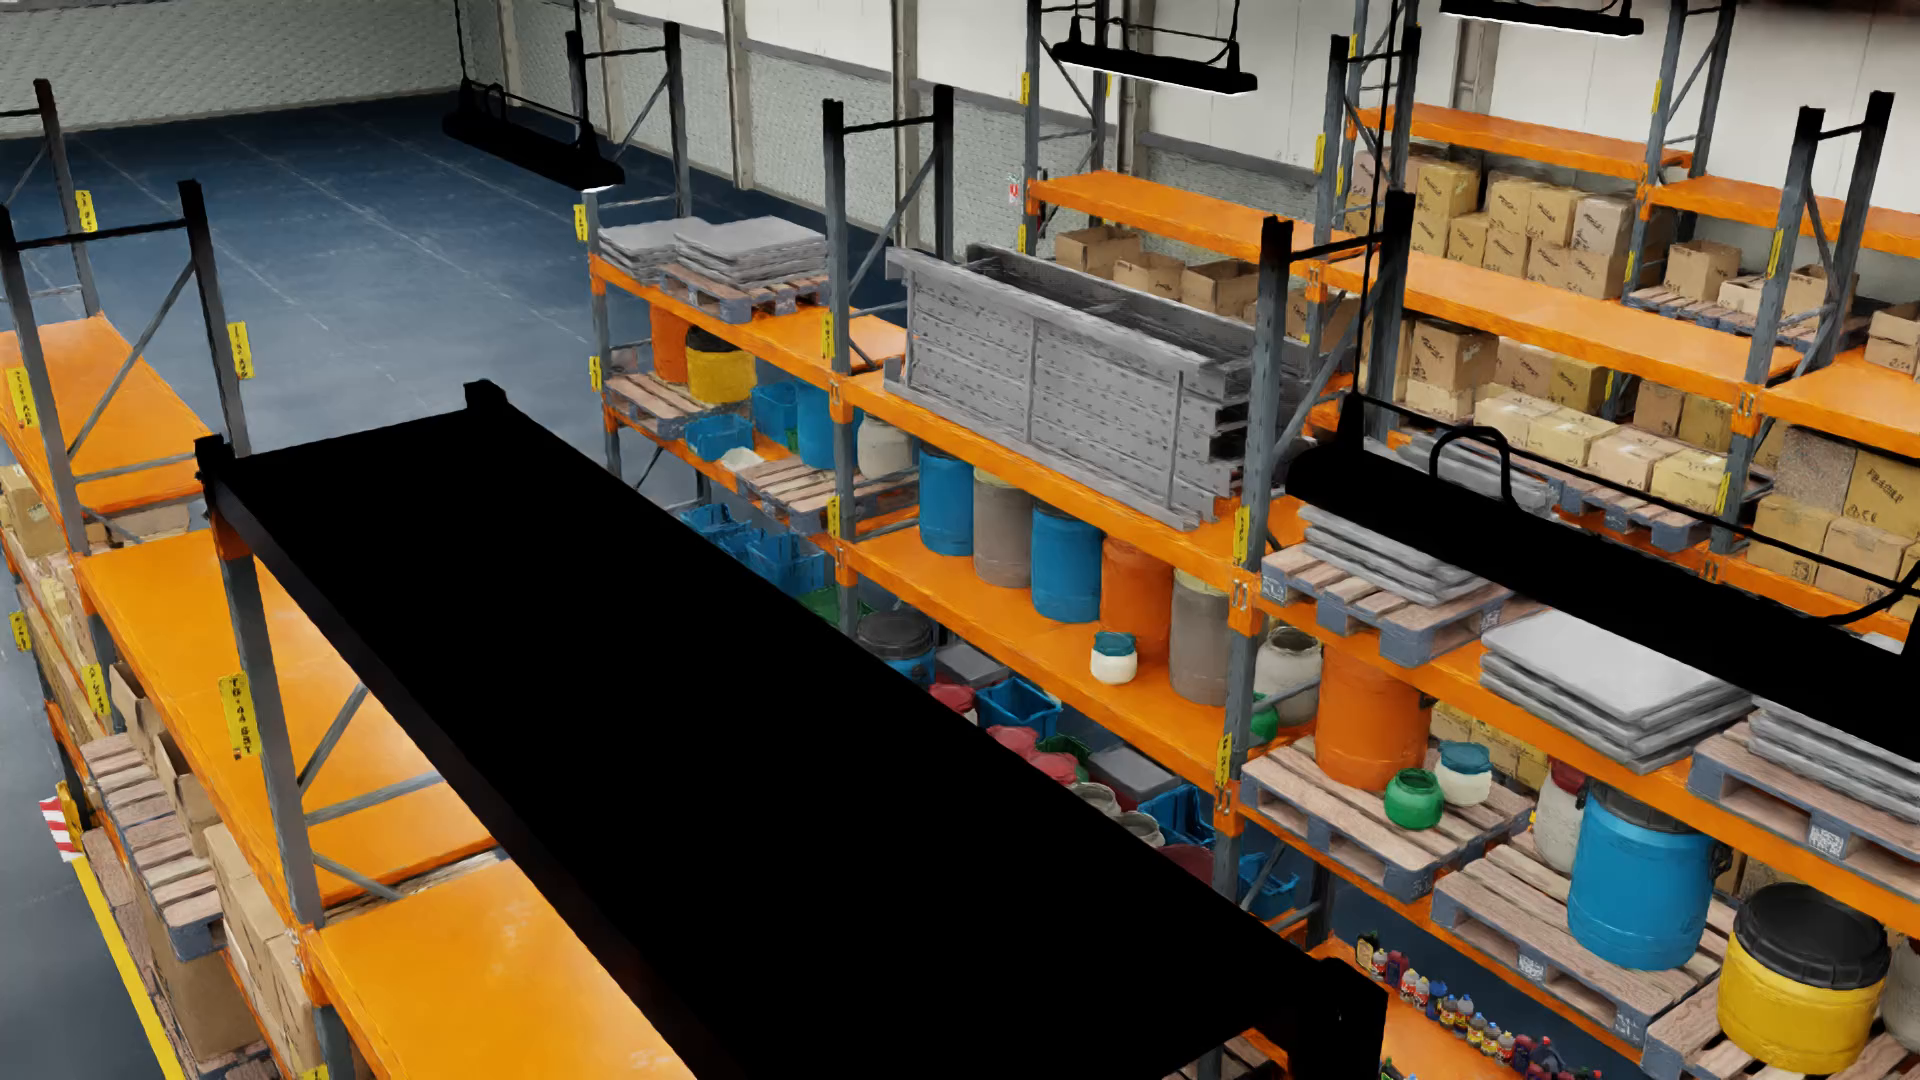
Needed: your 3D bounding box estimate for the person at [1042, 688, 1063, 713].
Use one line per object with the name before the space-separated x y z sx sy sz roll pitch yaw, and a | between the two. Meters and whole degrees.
person | 0.529 0.769 15.401 0.497 1.580 1.091 -19 31 -35
